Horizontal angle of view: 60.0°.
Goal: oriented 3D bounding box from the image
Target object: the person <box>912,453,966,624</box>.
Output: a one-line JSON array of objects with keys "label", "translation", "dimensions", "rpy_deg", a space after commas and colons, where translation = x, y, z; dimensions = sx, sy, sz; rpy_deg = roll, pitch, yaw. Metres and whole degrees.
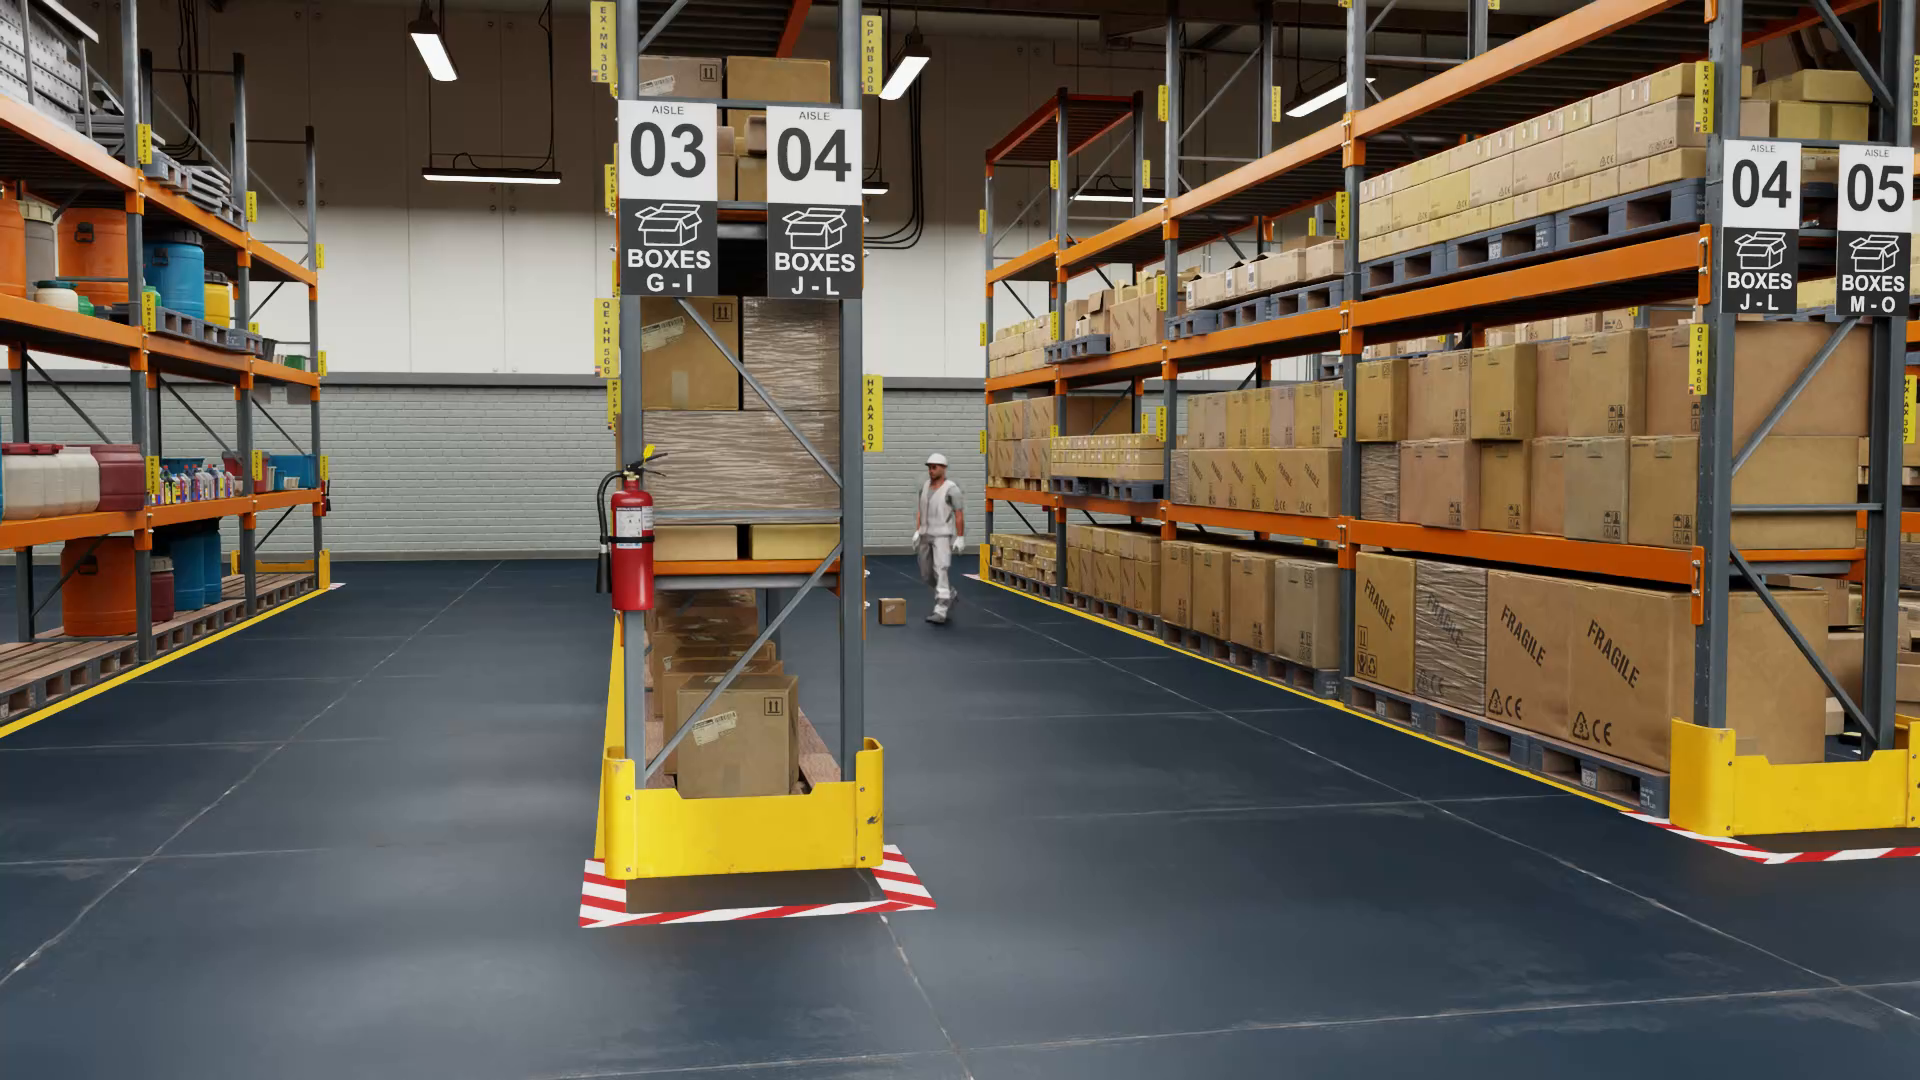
[{"label": "person", "translation": [-0.200, -0.025, 17.423], "dimensions": [0.589, 1.764, 0.907], "rpy_deg": [3, 4, 44]}]
